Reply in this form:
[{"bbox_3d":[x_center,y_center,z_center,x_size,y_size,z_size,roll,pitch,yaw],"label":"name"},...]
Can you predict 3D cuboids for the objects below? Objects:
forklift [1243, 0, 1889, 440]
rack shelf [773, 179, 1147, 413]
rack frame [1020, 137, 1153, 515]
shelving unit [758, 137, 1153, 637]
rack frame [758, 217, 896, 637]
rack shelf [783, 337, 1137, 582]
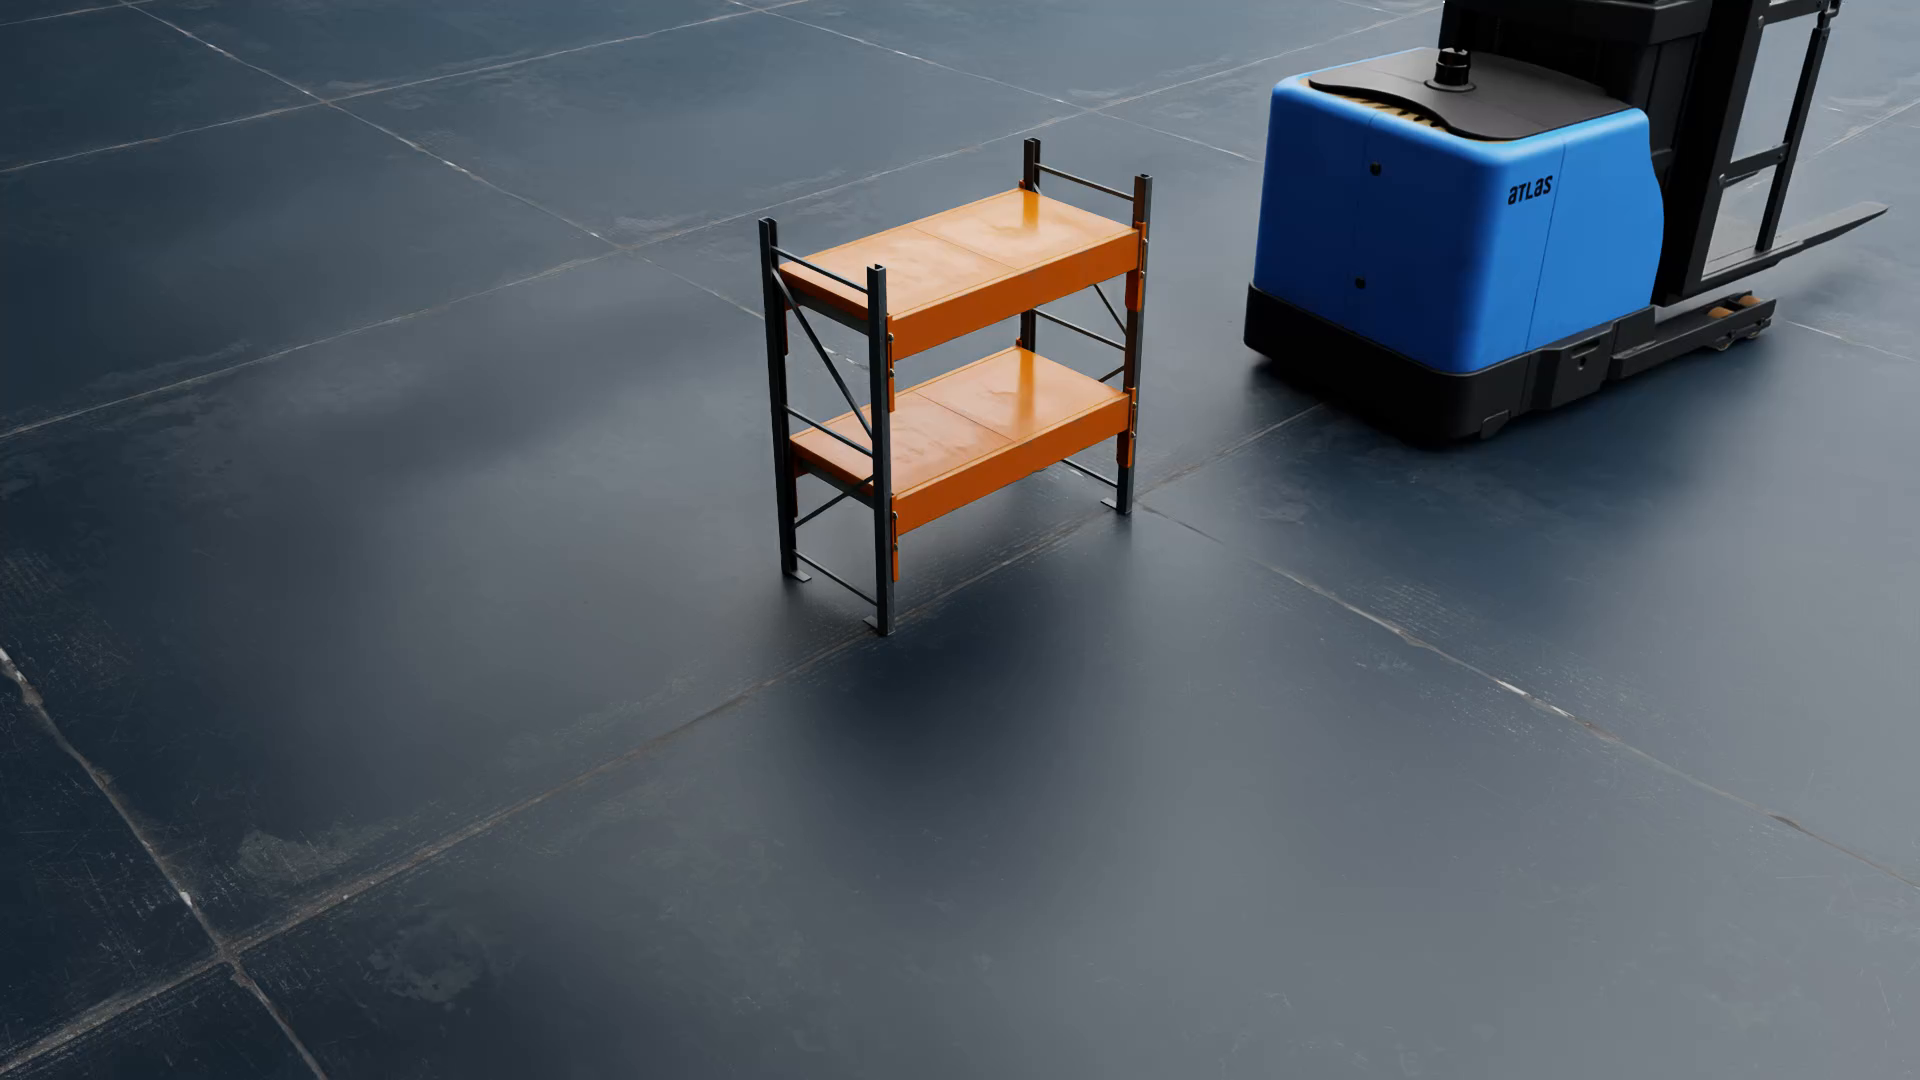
[{"bbox_3d":[2.582,-2.189,6.021,3.031,2.935,1.130,-20,37,-29],"label":"forklift"},{"bbox_3d":[0.005,-0.732,4.808,1.000,0.278,0.538,-26,40,-35],"label":"rack shelf"},{"bbox_3d":[0.378,-0.663,5.255,0.032,1.125,0.500,-26,40,-35],"label":"rack frame"},{"bbox_3d":[0.005,-0.482,4.960,1.048,1.125,0.538,-26,40,-35],"label":"shelving unit"},{"bbox_3d":[-0.368,-0.302,4.666,0.032,1.125,0.500,-26,40,-35],"label":"rack frame"},{"bbox_3d":[0.005,-0.274,5.088,1.000,0.278,0.538,-26,40,-35],"label":"rack shelf"}]
